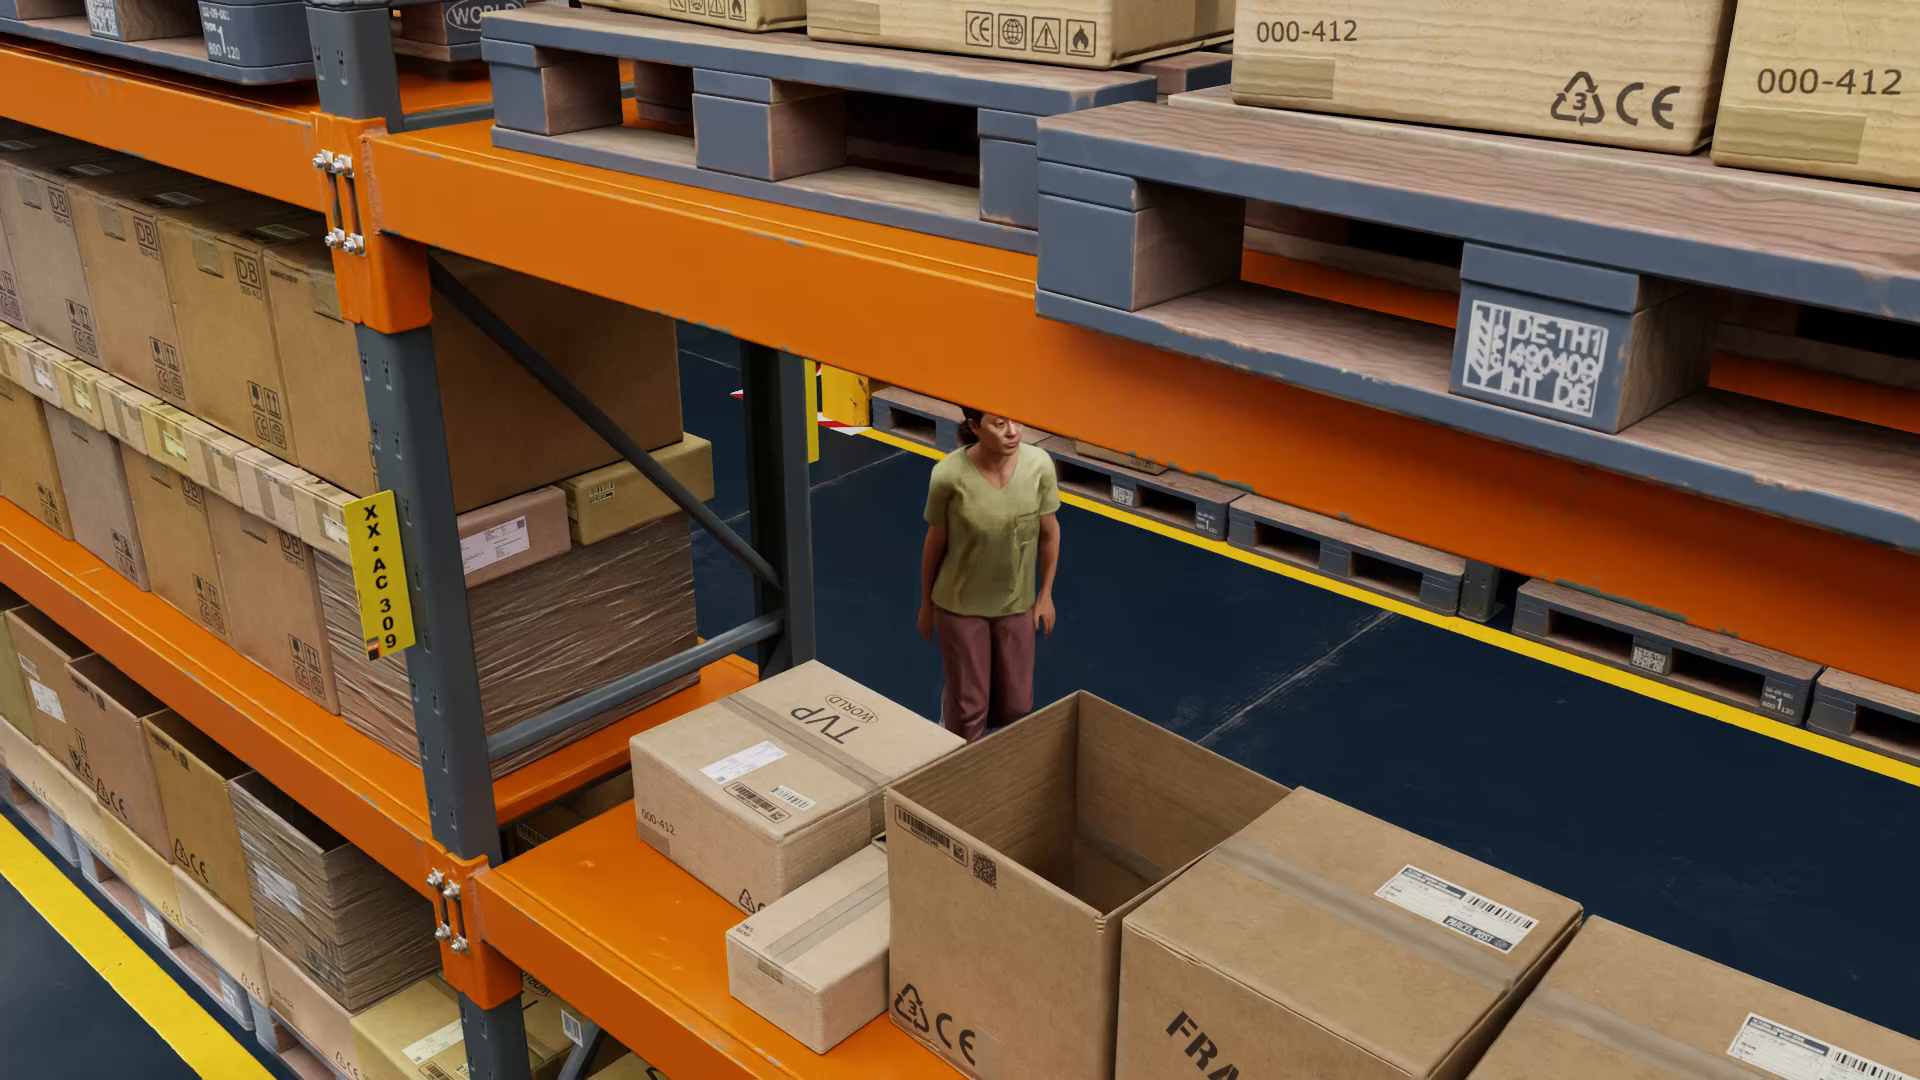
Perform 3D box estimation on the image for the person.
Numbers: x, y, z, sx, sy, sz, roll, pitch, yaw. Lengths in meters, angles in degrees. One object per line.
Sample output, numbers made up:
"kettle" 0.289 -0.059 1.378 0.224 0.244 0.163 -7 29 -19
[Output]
"person" 0.082 0.184 5.671 0.476 1.655 0.613 -4 24 -10
